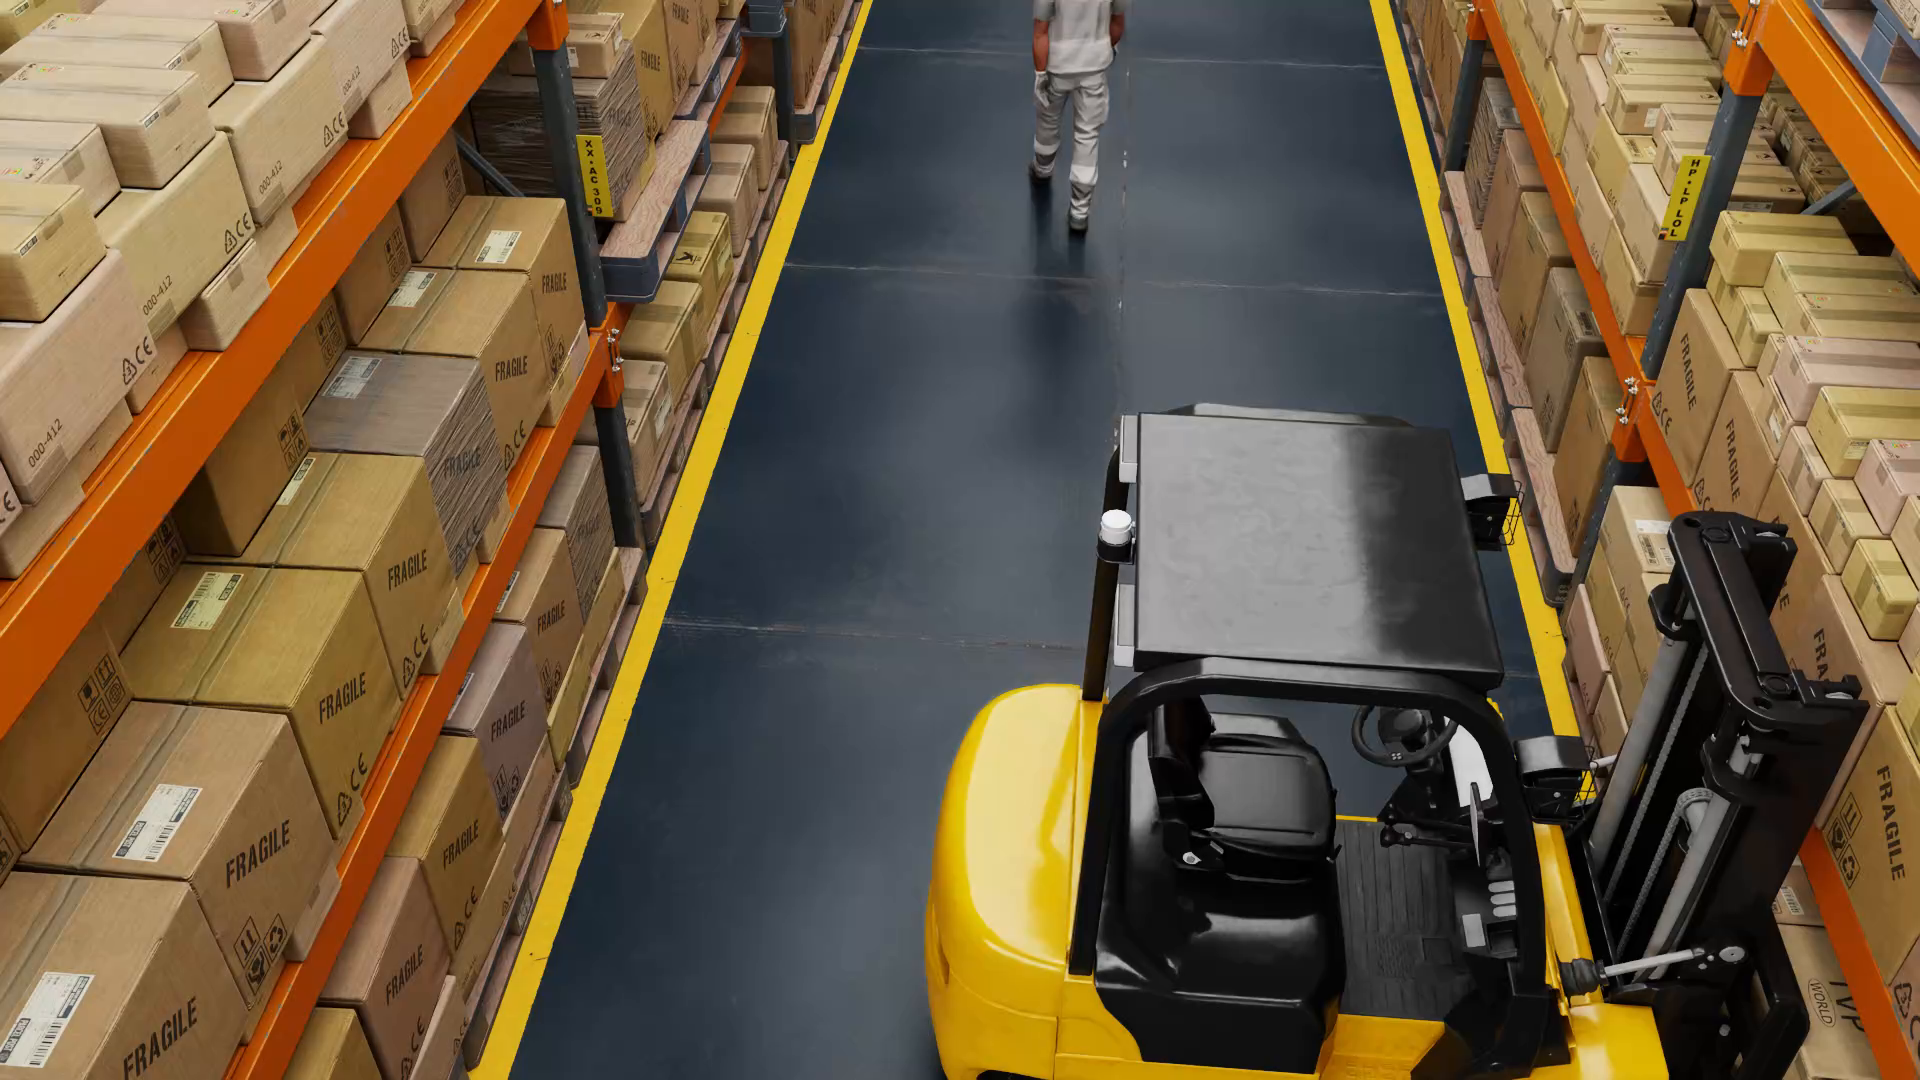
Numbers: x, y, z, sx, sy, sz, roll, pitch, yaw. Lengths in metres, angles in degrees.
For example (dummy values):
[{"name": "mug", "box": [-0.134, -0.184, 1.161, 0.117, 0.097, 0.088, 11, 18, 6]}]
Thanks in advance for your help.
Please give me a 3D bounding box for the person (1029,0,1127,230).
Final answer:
[{"name": "person", "box": [0.653, -2.742, 9.413, 0.528, 1.747, 0.931, -1, 40, -1]}]
